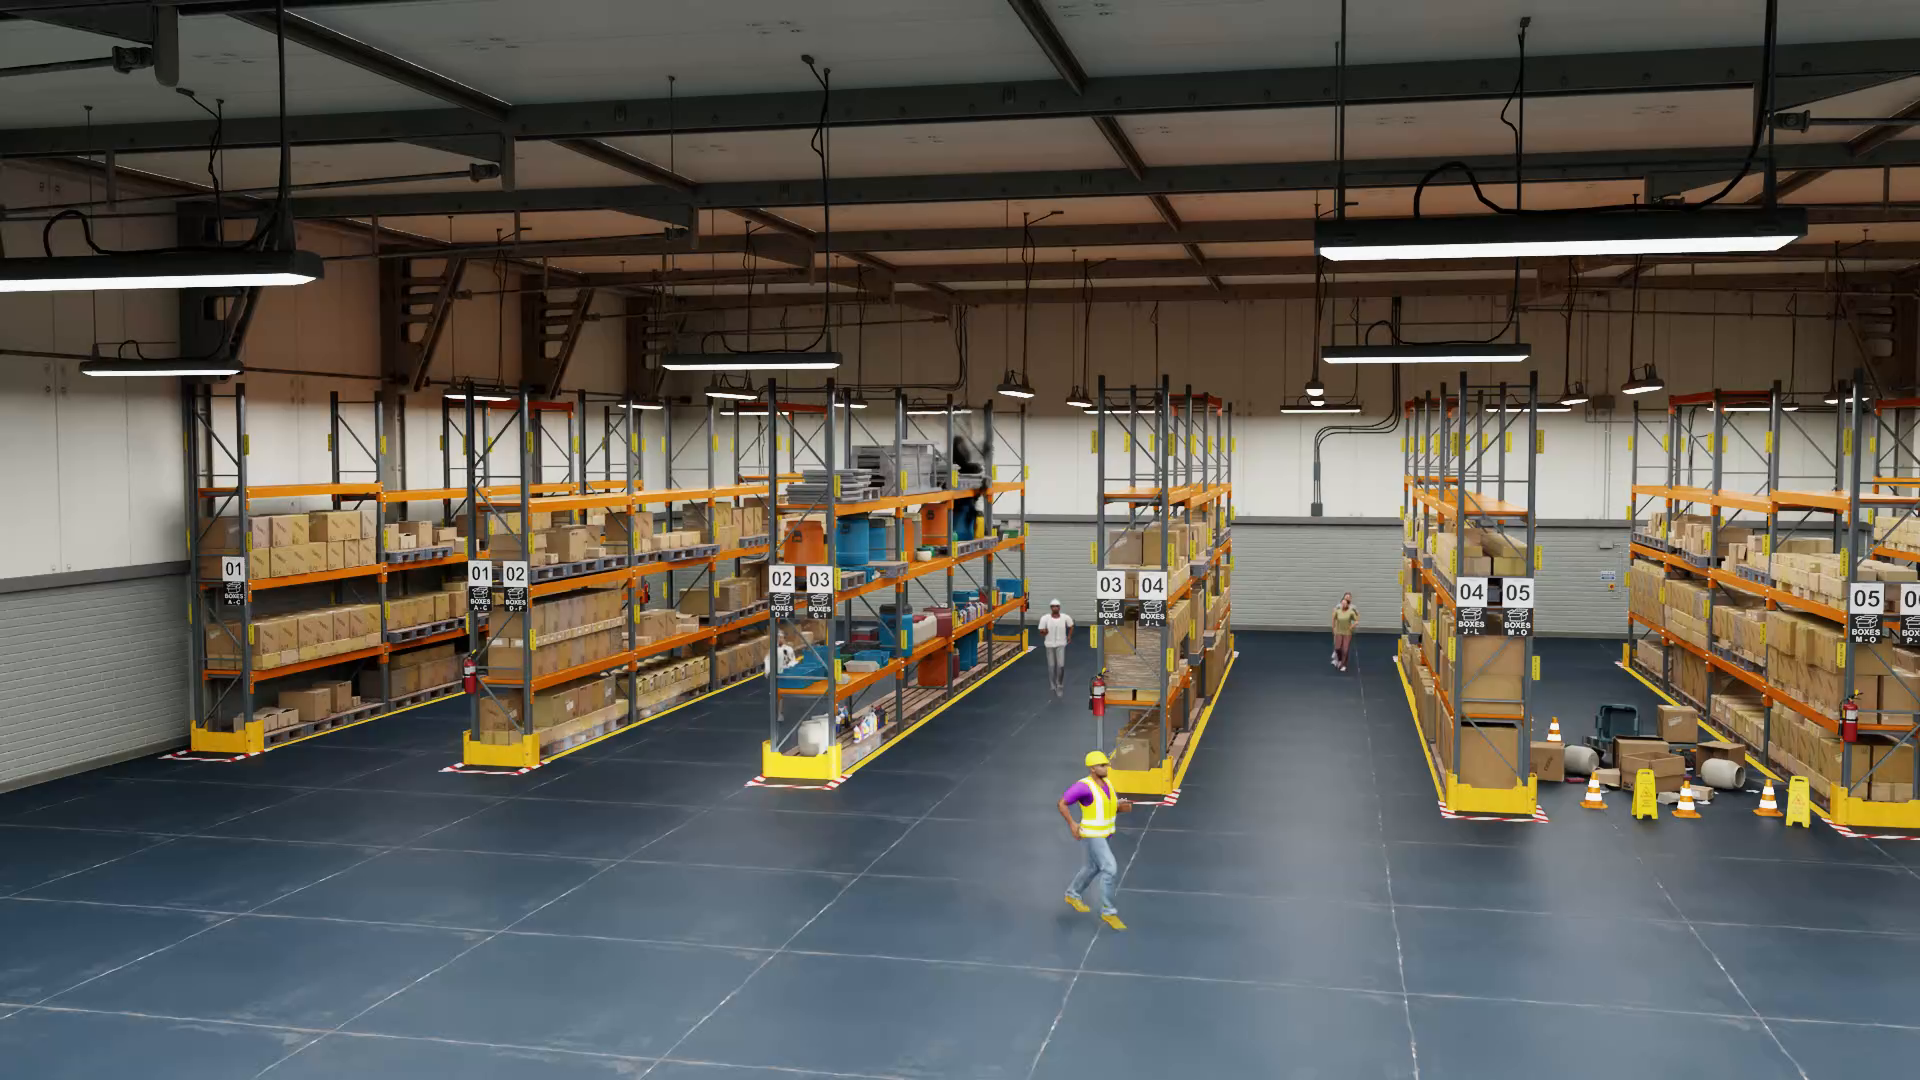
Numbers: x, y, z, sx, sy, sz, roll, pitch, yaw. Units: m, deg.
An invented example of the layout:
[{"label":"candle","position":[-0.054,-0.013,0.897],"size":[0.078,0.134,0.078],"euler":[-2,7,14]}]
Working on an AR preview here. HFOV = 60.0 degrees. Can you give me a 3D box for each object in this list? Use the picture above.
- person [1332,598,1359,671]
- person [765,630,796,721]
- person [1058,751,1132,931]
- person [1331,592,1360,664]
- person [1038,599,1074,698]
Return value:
[{"label":"person","position":[8.512,2.092,36.790],"size":[0.600,1.631,0.542],"euler":[1,3,18]},{"label":"person","position":[-3.273,2.453,30.133],"size":[0.608,1.656,0.540],"euler":[0,3,2]},{"label":"person","position":[1.425,3.114,17.391],"size":[0.820,1.821,0.677],"euler":[2,4,33]},{"label":"person","position":[8.811,2.008,38.065],"size":[0.624,1.620,0.861],"euler":[1,3,20]},{"label":"person","position":[1.818,2.056,31.531],"size":[0.677,1.857,0.679],"euler":[0,3,5]}]
